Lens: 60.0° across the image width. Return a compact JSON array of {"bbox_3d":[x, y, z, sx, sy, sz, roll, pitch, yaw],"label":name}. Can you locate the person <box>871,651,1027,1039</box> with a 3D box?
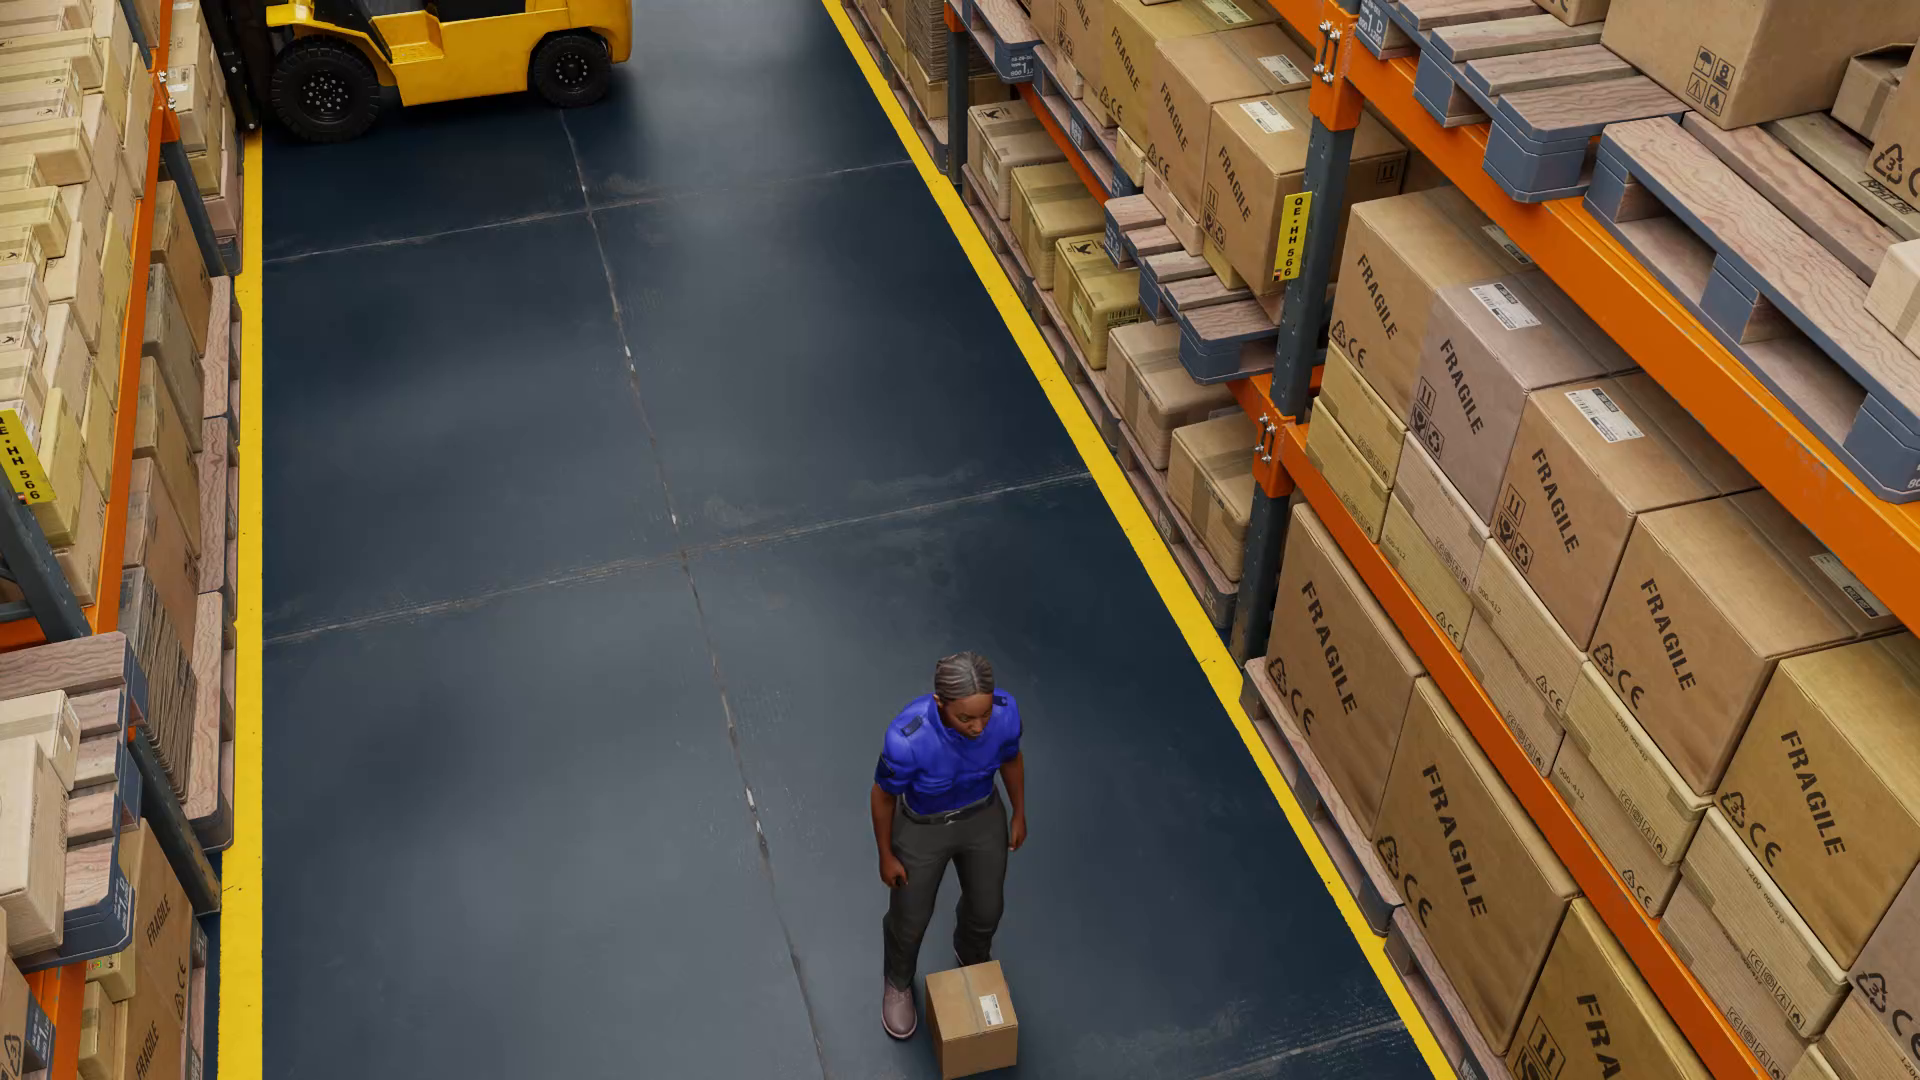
[{"bbox_3d":[-0.039,0.913,5.168,0.532,1.655,0.349,-14,44,-15],"label":"person"}]
